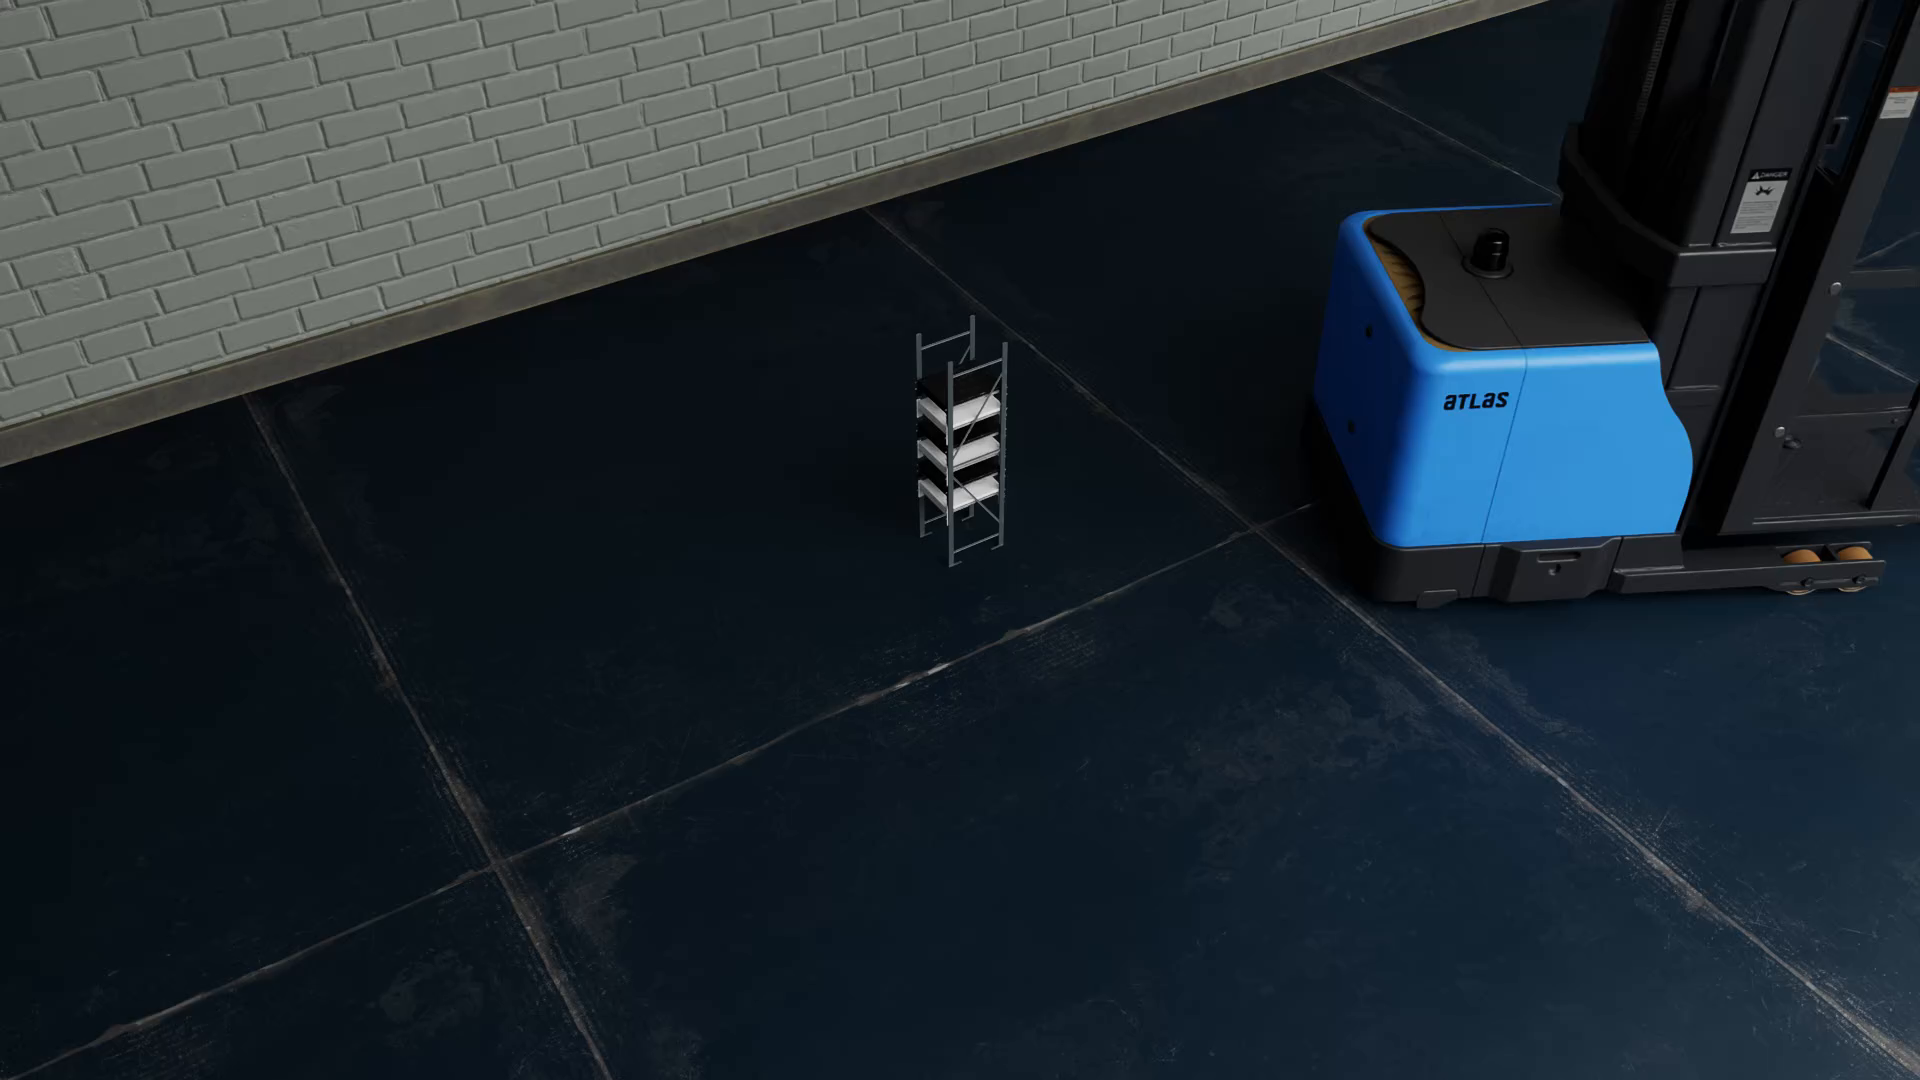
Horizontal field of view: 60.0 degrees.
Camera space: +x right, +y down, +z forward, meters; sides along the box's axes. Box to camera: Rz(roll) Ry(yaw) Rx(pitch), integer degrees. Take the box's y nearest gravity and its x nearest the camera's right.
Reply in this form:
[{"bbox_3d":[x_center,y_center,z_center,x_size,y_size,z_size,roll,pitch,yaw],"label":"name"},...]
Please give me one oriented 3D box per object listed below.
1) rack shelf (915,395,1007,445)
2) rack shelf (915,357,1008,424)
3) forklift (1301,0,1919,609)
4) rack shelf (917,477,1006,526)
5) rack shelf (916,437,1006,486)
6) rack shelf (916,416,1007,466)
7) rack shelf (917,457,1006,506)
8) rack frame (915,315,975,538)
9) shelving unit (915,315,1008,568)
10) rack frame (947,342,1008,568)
[{"bbox_3d":[0.004,-0.454,5.863,0.258,0.077,0.200,-22,45,-24],"label":"rack shelf"},{"bbox_3d":[0.004,-0.523,5.805,0.258,0.077,0.200,-22,45,-24],"label":"rack shelf"},{"bbox_3d":[2.898,-1.263,5.476,3.031,2.935,1.130,-3,40,-4],"label":"forklift"},{"bbox_3d":[0.004,-0.177,6.093,0.258,0.077,0.200,-22,45,-24],"label":"rack shelf"},{"bbox_3d":[0.004,-0.316,5.978,0.258,0.077,0.200,-22,45,-24],"label":"rack shelf"},{"bbox_3d":[0.004,-0.385,5.920,0.258,0.077,0.200,-22,45,-24],"label":"rack shelf"},{"bbox_3d":[0.004,-0.247,6.036,0.258,0.077,0.200,-22,45,-24],"label":"rack shelf"},{"bbox_3d":[-0.050,-0.396,6.023,0.240,0.900,0.006,-22,45,-24],"label":"rack frame"},{"bbox_3d":[0.004,-0.341,5.957,0.258,0.900,0.210,-22,45,-24],"label":"shelving unit"},{"bbox_3d":[0.059,-0.286,5.891,0.240,0.900,0.006,-22,45,-24],"label":"rack frame"}]
